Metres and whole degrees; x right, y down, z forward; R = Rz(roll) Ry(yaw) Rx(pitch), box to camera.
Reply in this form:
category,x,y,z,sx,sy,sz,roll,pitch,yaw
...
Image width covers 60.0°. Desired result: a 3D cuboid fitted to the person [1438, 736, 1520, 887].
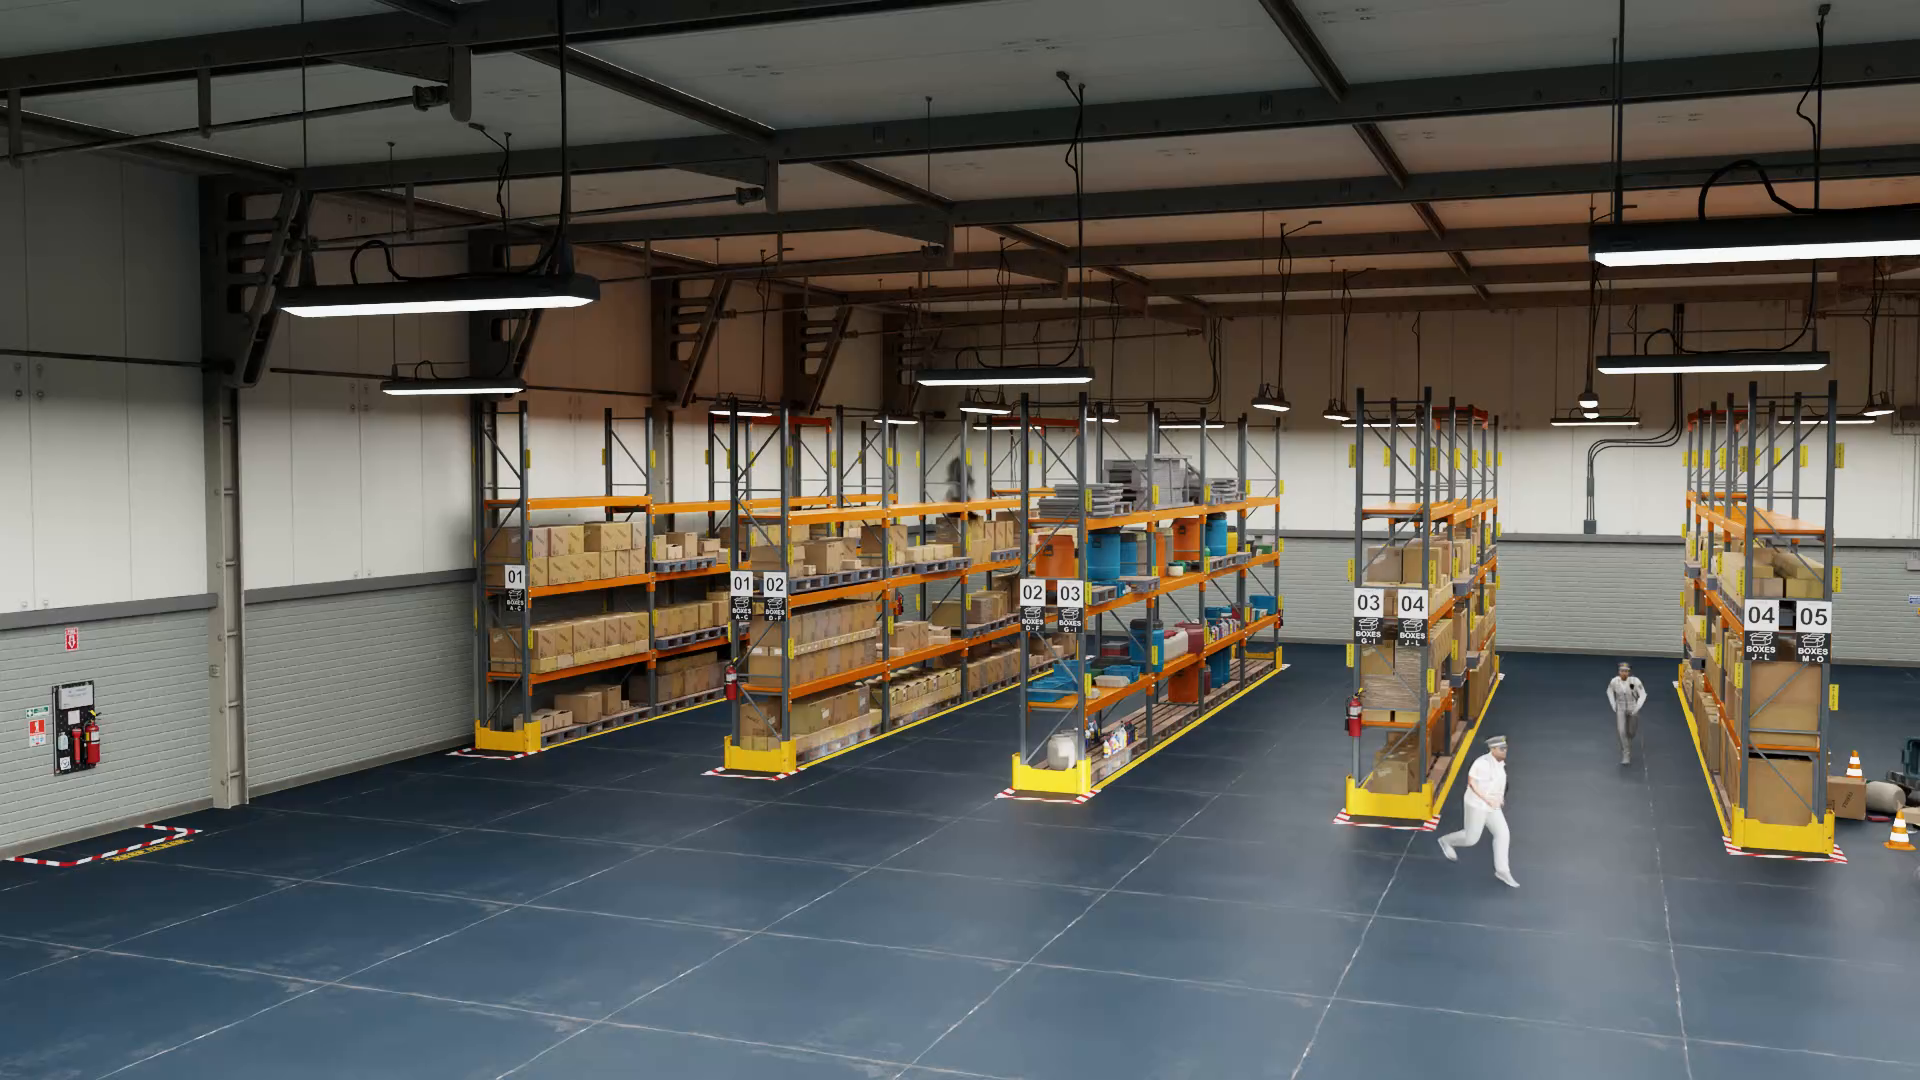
category,x,y,z,sx,sy,sz,roll,pitch,yaw
person,6.206,3.183,19.838,0.663,1.776,1.077,-2,3,-37

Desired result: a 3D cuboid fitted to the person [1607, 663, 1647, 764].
category,x,y,z,sx,sy,sz,roll,pitch,yaw
person,11.085,2.853,27.666,0.620,1.682,0.906,1,3,24
